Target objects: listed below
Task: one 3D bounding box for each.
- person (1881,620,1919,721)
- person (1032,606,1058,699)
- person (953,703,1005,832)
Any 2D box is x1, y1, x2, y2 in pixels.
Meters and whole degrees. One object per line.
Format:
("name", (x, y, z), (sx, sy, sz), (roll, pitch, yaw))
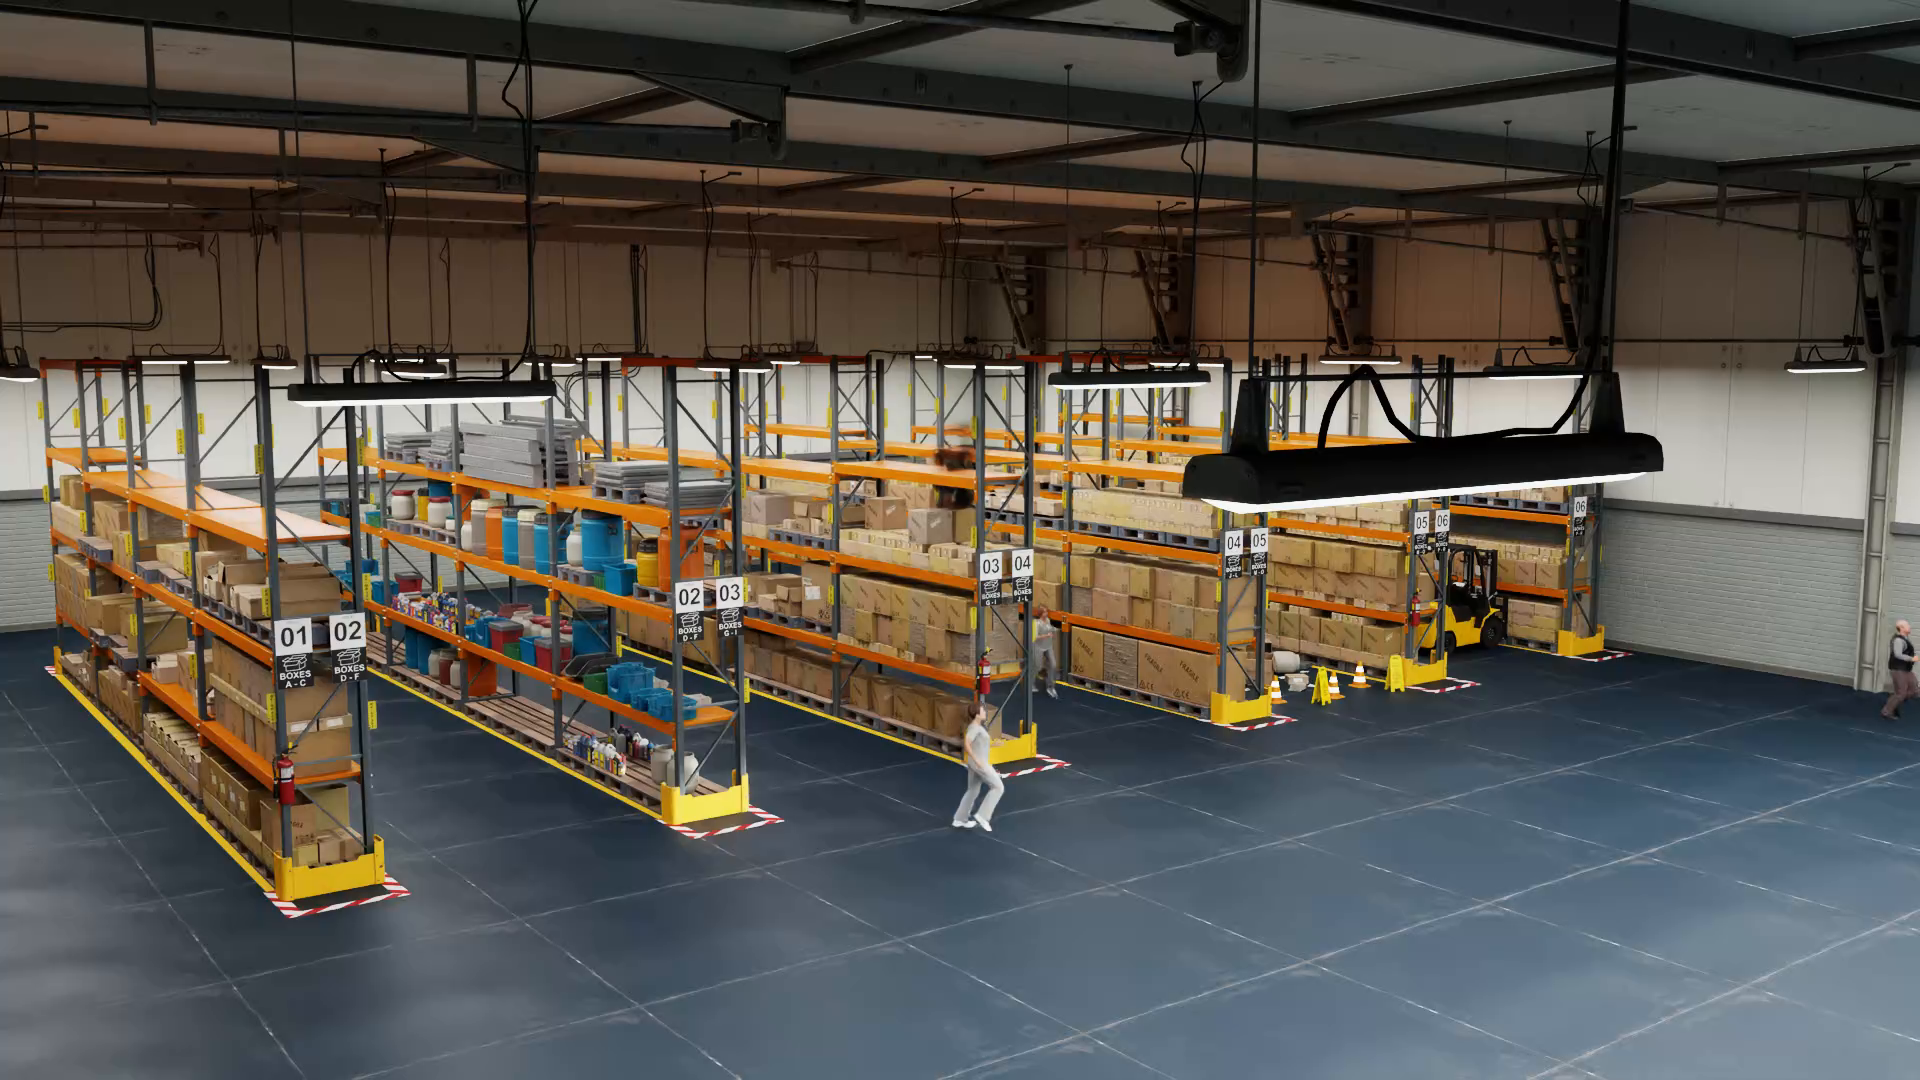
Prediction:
("person", (15.674, 2.168, 27.622), (0.583, 1.692, 0.711), (5, 9, 37))
("person", (1.466, 1.975, 29.611), (0.520, 1.635, 0.706), (-5, 9, -37))
("person", (0.249, 2.931, 21.457), (0.694, 1.681, 0.533), (-2, 7, -14))
